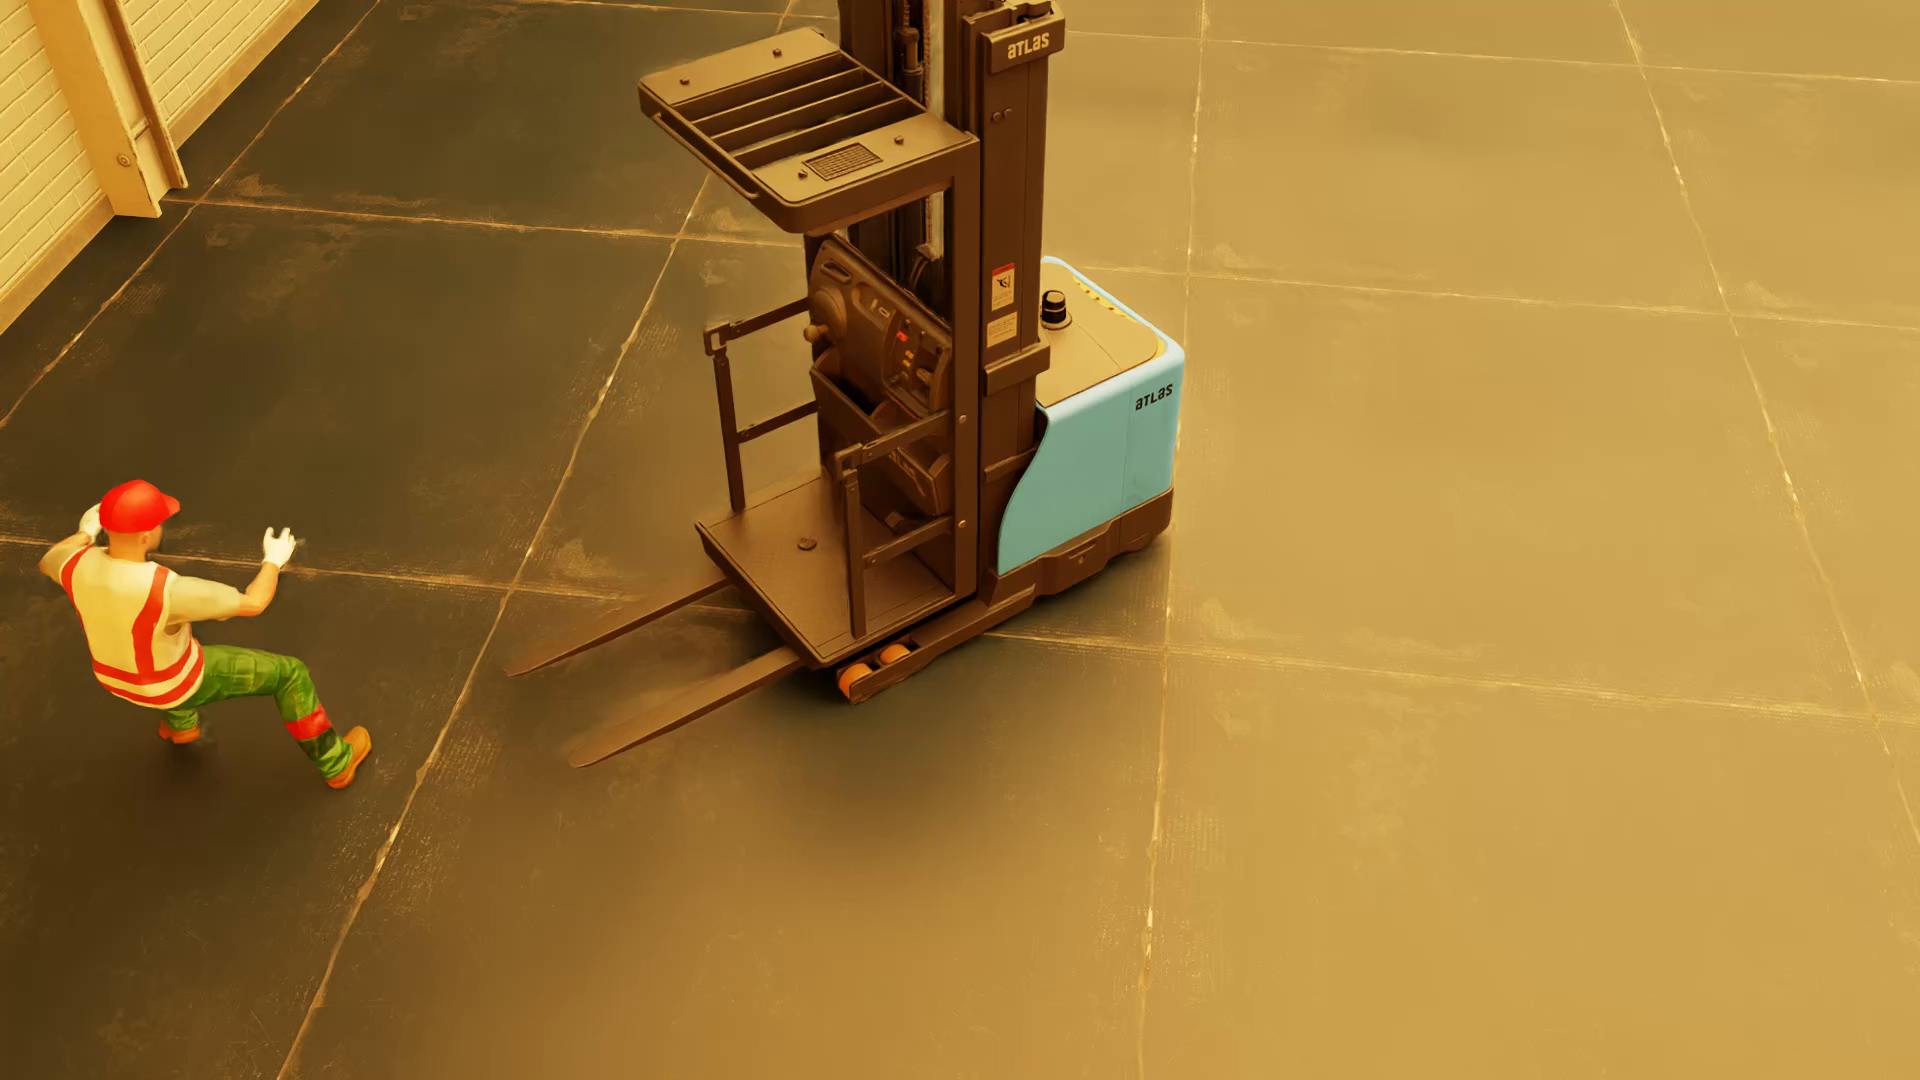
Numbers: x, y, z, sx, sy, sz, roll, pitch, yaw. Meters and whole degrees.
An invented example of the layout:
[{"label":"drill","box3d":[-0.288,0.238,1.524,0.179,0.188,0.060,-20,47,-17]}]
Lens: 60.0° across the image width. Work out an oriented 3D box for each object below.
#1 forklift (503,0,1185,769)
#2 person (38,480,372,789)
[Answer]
[{"label":"forklift","box3d":[-0.498,-0.795,6.589,3.031,2.935,1.130,-26,49,-26]},{"label":"person","box3d":[-2.964,0.307,6.406,1.009,1.564,0.774,13,44,14]}]
